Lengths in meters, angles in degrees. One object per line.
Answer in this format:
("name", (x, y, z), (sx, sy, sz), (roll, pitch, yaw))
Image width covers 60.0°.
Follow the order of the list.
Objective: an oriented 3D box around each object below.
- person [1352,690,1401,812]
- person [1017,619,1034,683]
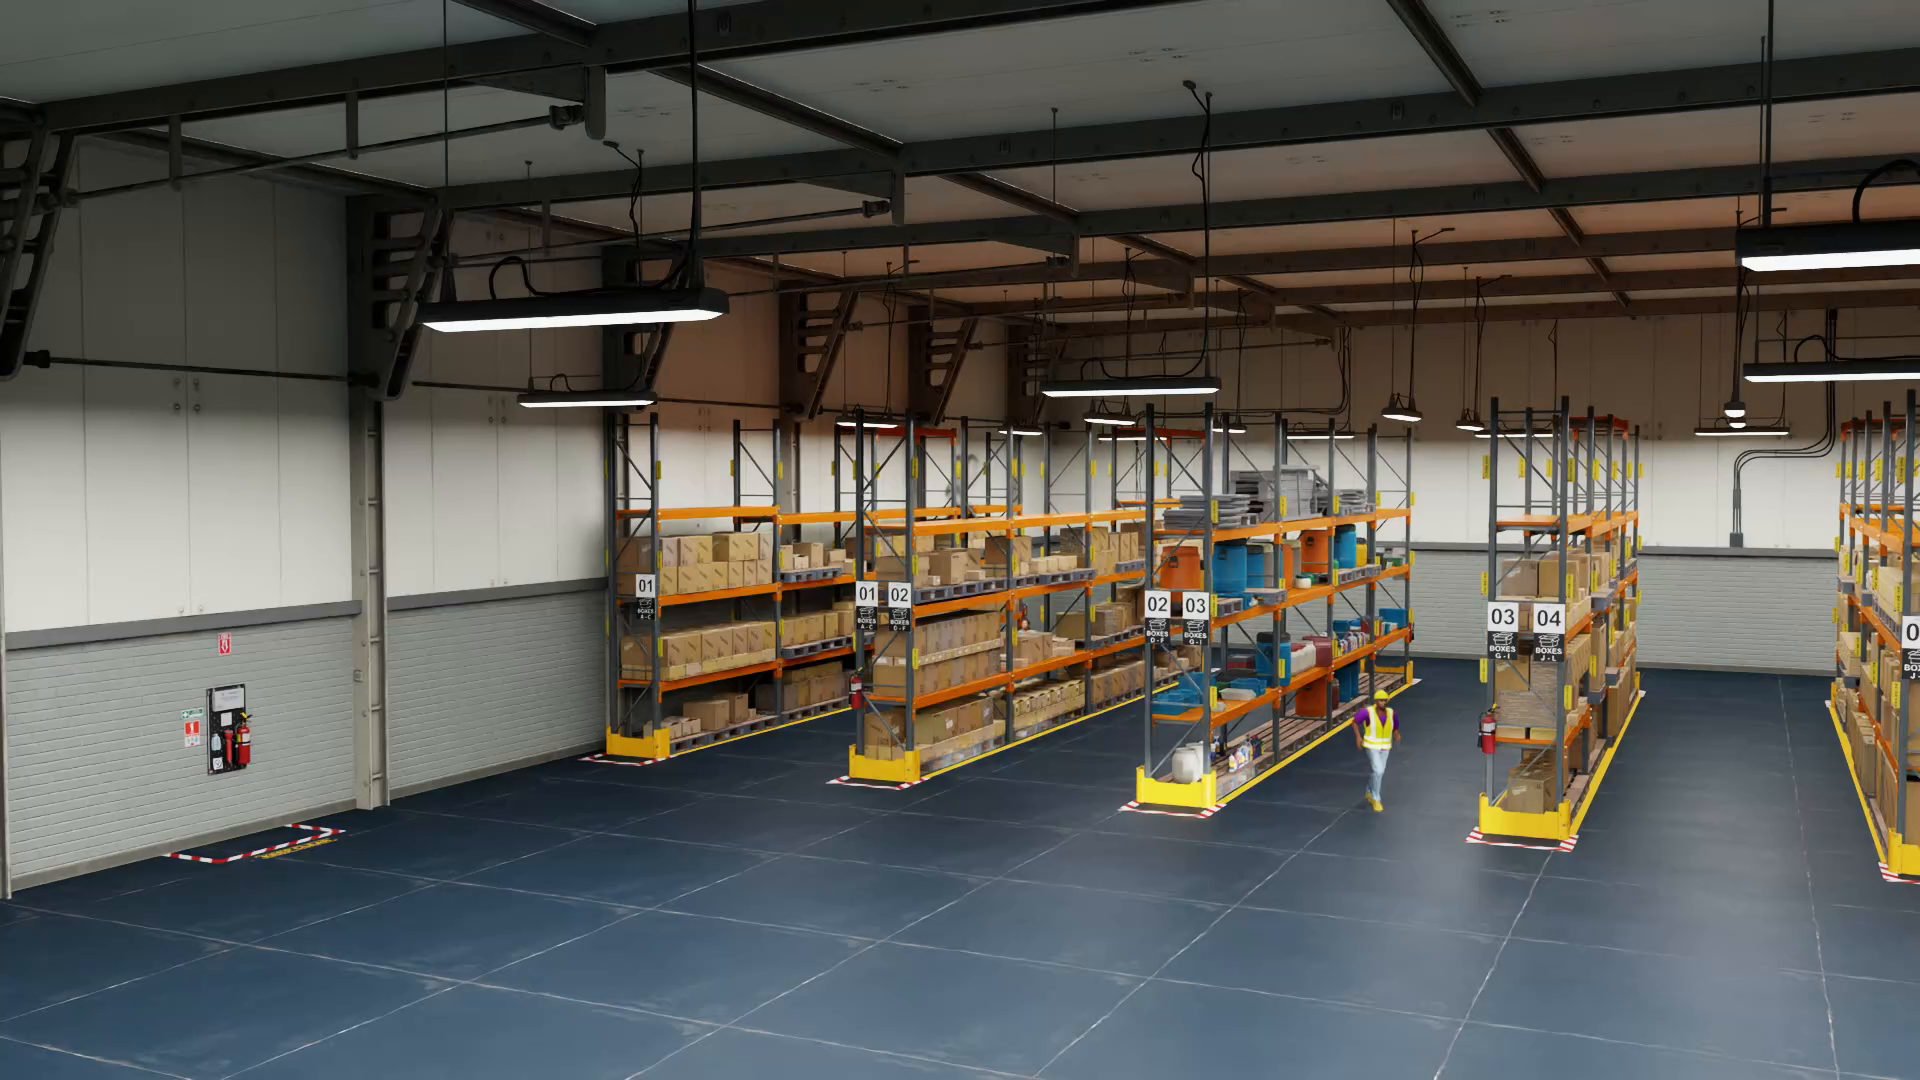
("person", (6.179, 3.112, 24.585), (0.627, 1.813, 0.864), (-1, 2, -16))
("person", (1.499, 2.605, 37.668), (0.572, 1.650, 0.800), (1, 3, 21))
